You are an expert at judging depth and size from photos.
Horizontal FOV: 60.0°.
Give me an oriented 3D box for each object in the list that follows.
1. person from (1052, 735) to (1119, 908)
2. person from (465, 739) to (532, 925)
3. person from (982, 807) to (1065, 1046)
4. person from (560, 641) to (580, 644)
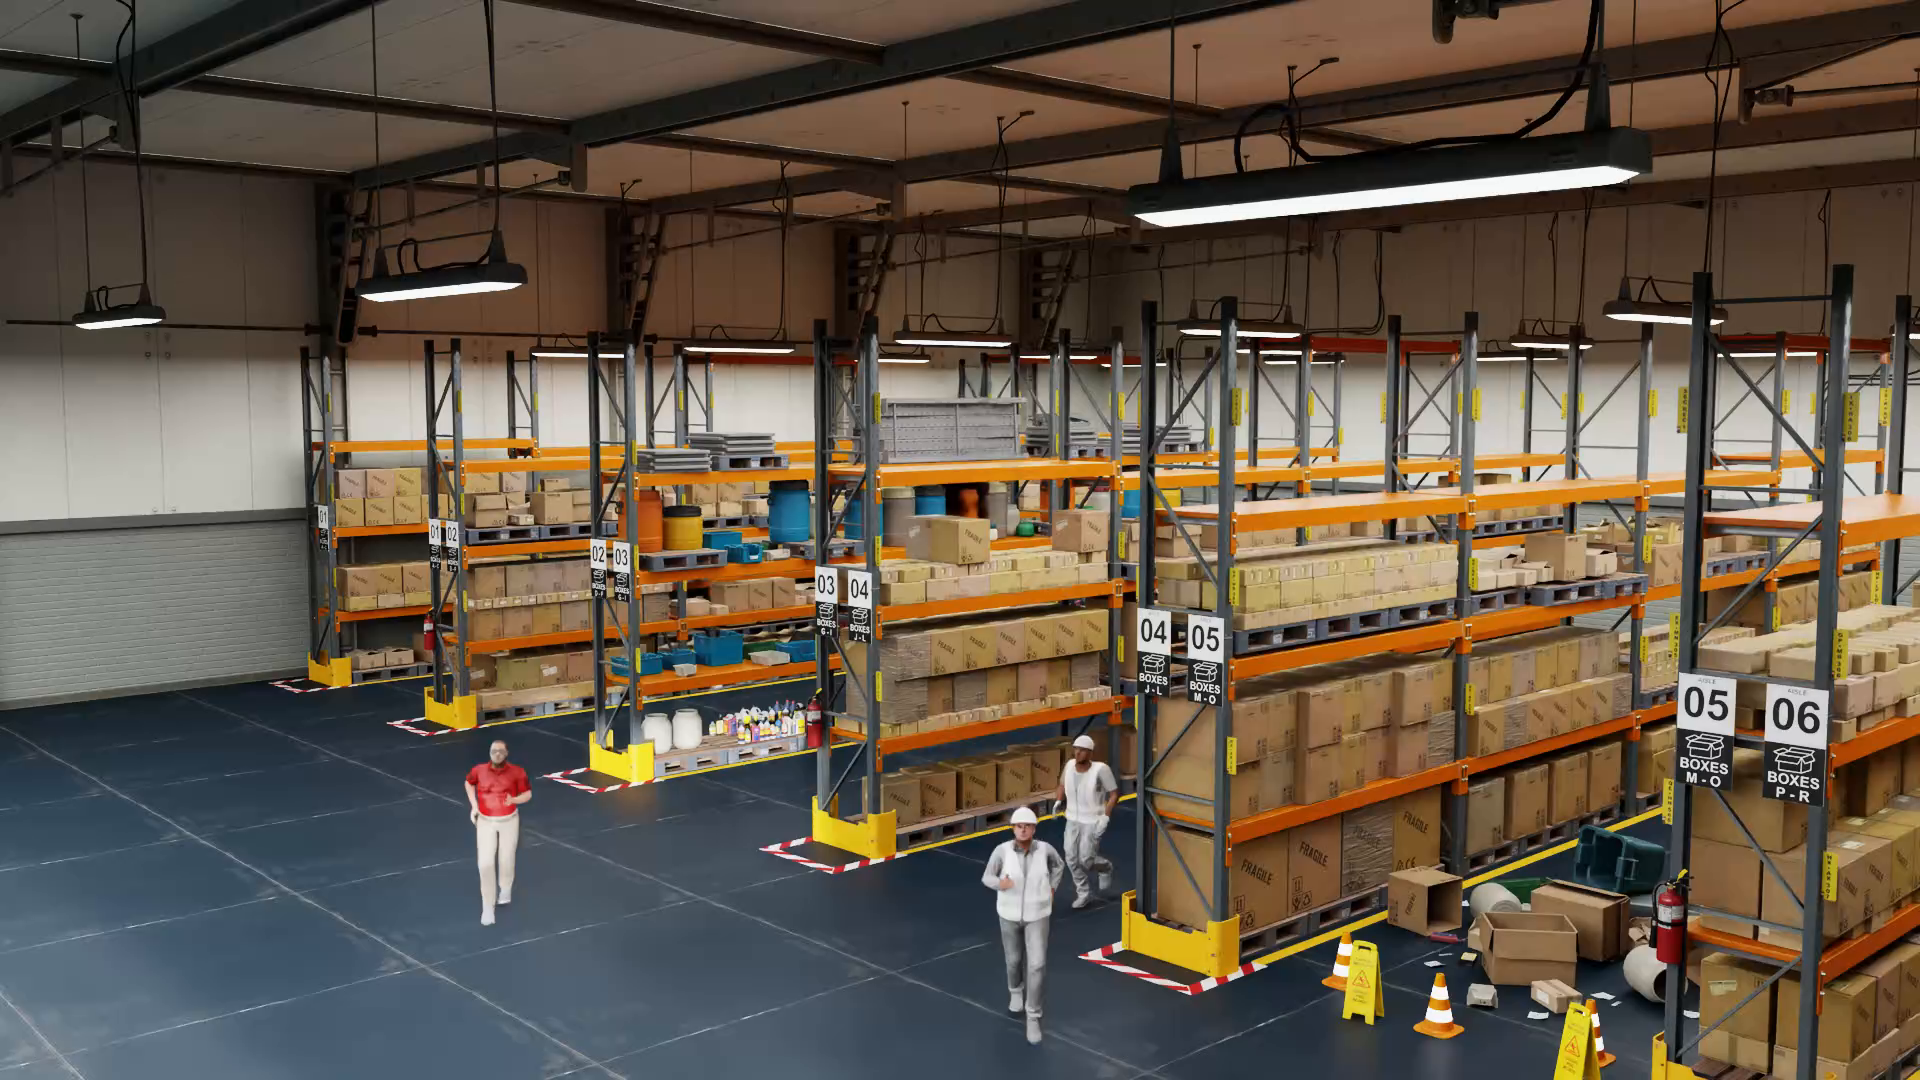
[{"bbox_3d":[1.281,2.825,16.821,0.701,1.740,0.617,4,6,37],"label":"person"},{"bbox_3d":[-4.569,2.869,16.497,0.642,1.803,0.806,-1,5,-15],"label":"person"},{"bbox_3d":[0.507,3.067,13.520,0.656,1.813,0.836,1,5,7],"label":"person"},{"bbox_3d":[-6.885,1.756,29.611,0.607,1.614,0.551,4,6,37],"label":"person"}]
